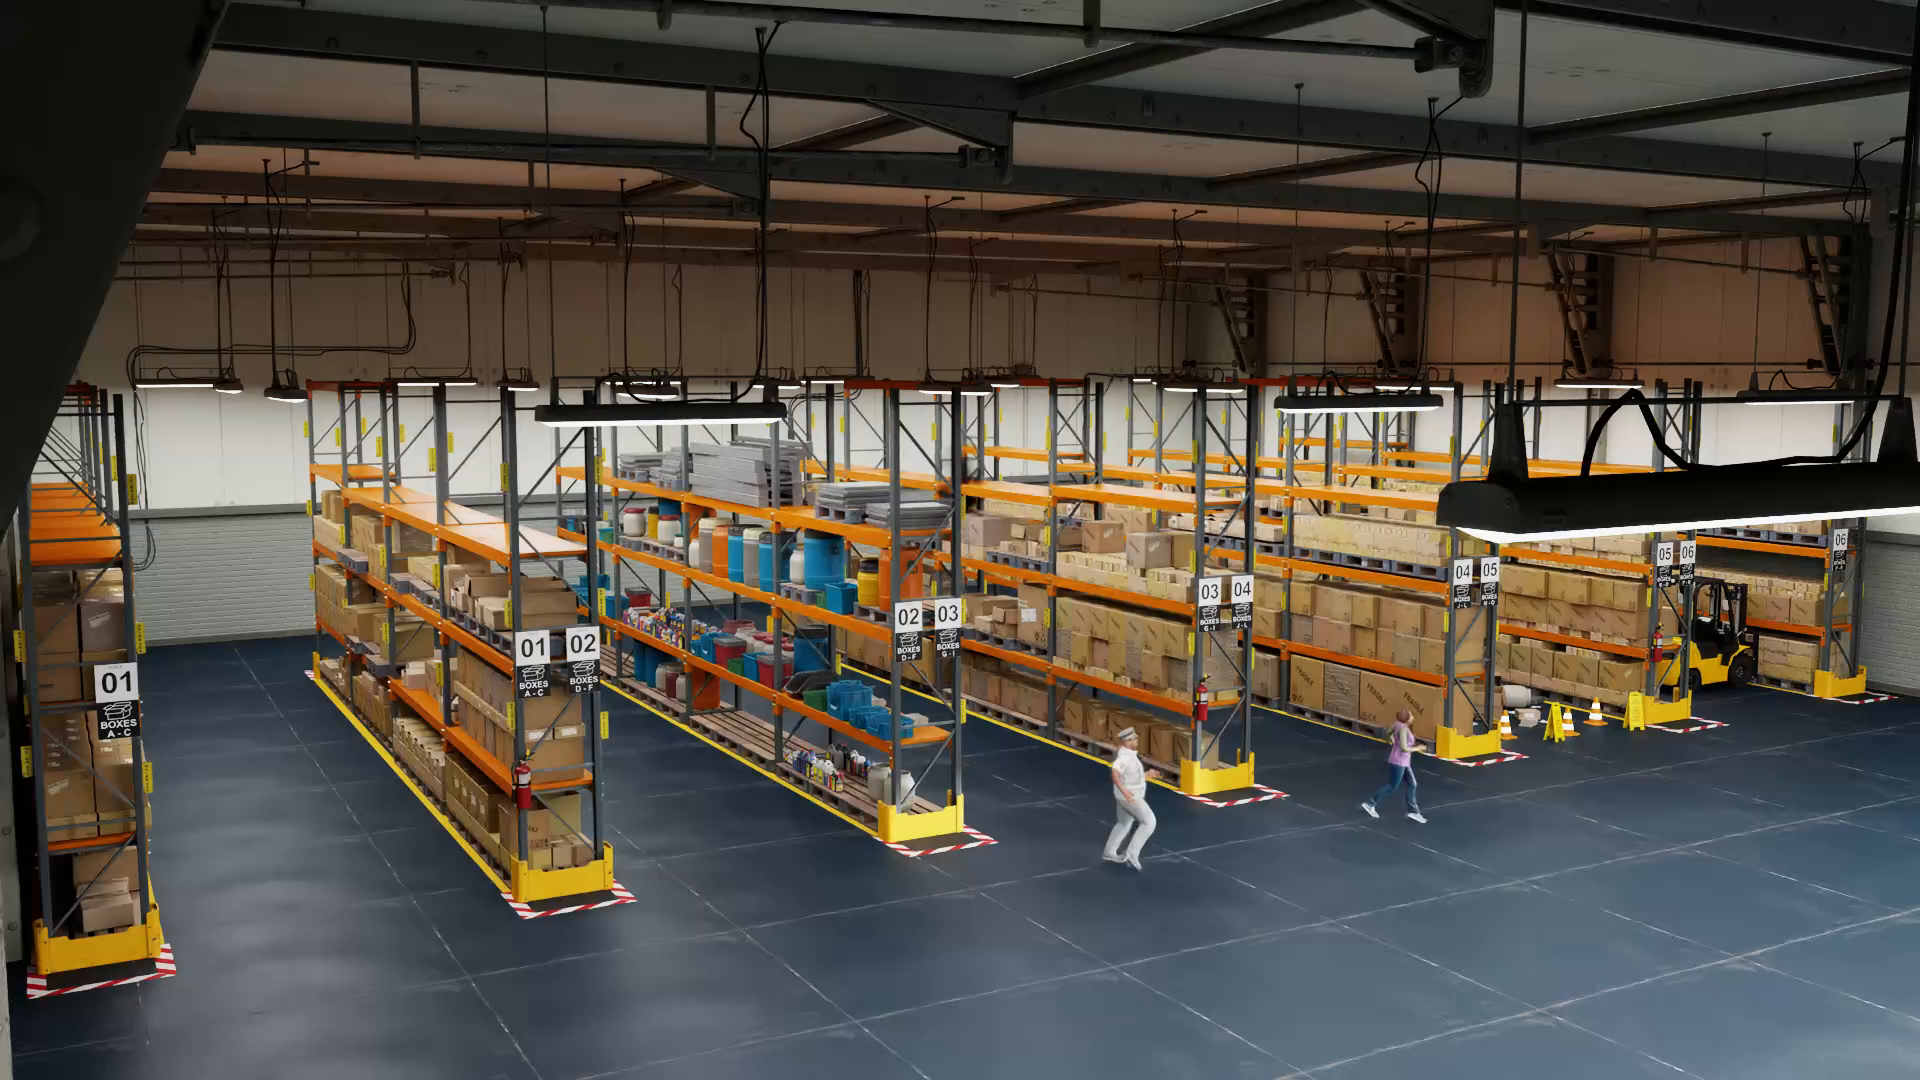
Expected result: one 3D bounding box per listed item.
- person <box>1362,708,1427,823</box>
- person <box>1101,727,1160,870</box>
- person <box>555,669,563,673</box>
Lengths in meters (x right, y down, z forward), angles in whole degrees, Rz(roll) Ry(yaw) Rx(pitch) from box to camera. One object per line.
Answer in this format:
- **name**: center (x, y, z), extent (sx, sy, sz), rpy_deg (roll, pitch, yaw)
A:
- **person**: center (6.006, 3.101, 22.923), extent (0.881, 1.615, 0.550), rpy_deg (1, 6, 13)
- **person**: center (2.158, 3.243, 20.899), extent (0.730, 1.818, 0.634), rpy_deg (-1, 6, -5)
- **person**: center (-7.220, 2.425, 29.006), extent (0.652, 1.677, 0.631), rpy_deg (-4, 7, -36)
